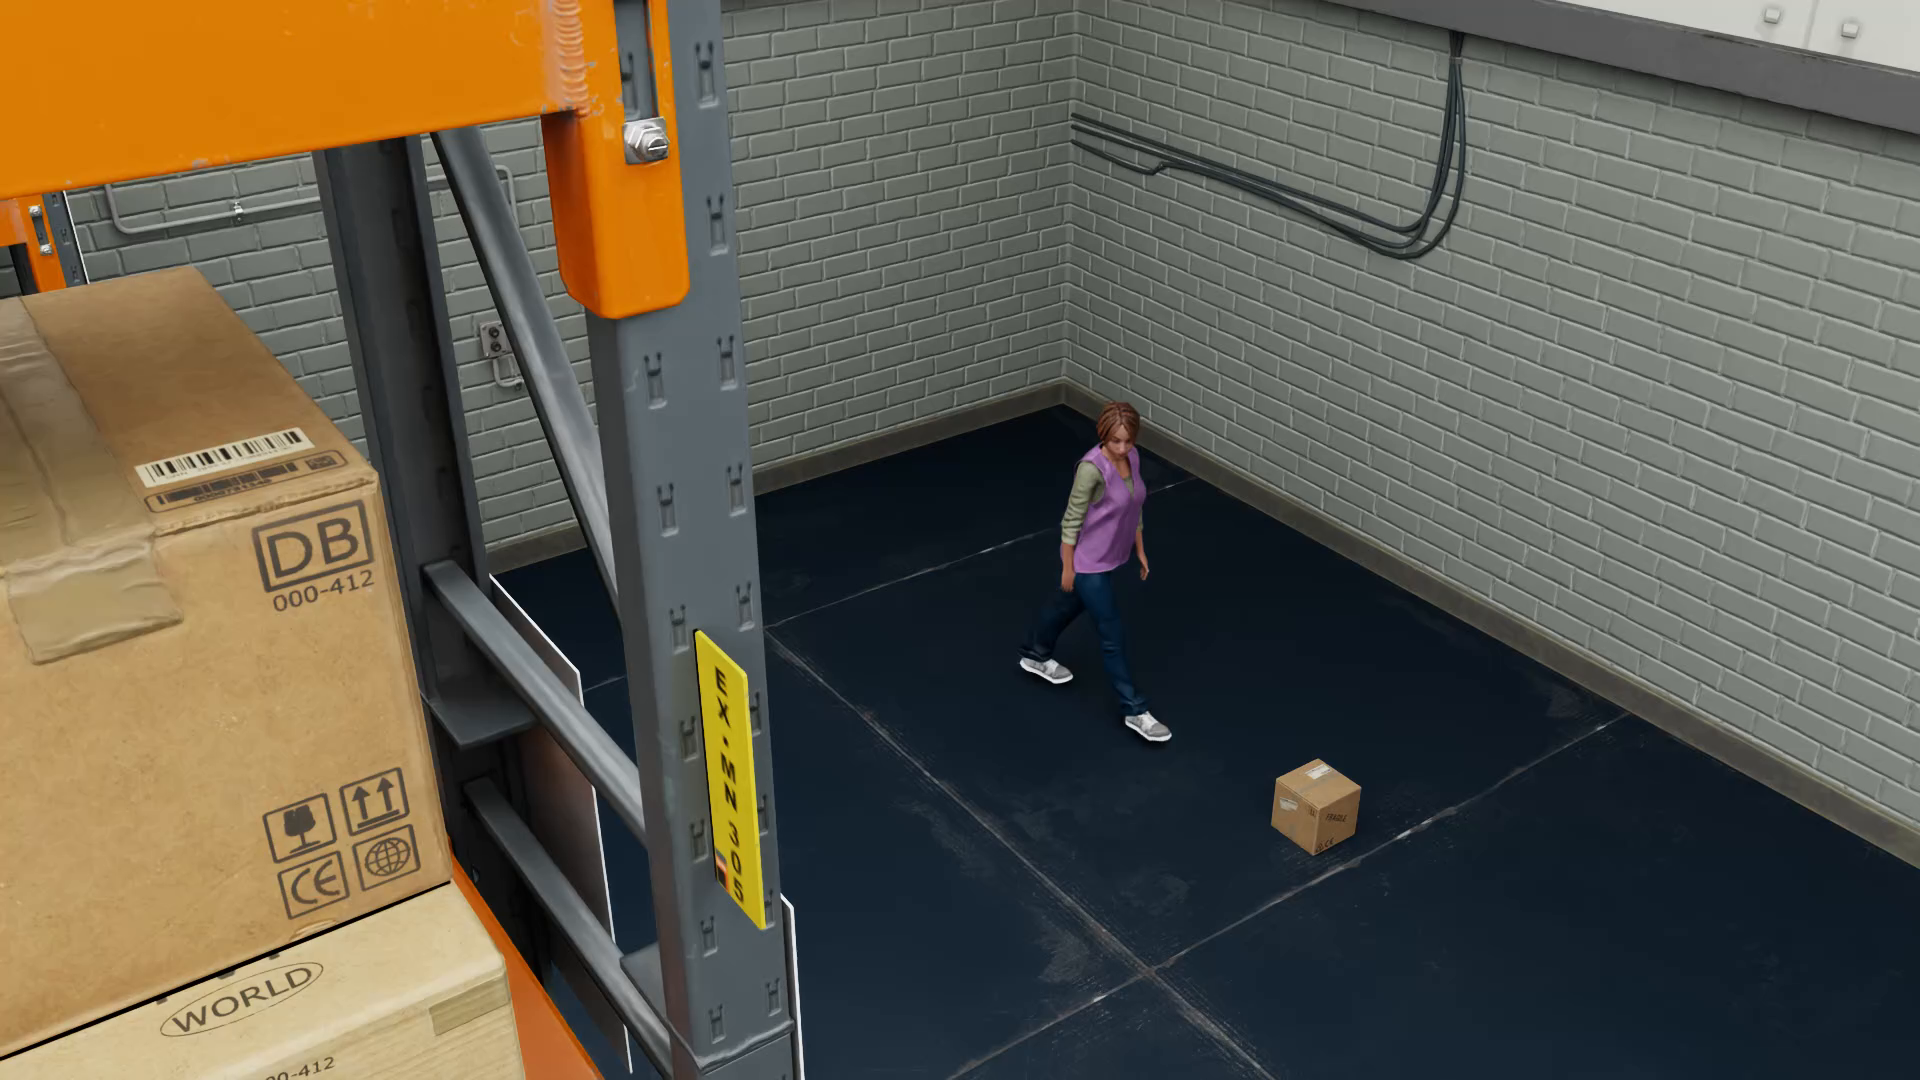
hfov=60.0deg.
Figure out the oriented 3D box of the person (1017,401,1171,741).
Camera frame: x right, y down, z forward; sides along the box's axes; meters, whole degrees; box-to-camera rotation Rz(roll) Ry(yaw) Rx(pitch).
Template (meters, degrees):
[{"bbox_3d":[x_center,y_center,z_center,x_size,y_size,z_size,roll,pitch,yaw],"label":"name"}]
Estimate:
[{"bbox_3d":[0.648,0.082,7.463,0.897,1.543,0.425,17,33,28],"label":"person"}]
